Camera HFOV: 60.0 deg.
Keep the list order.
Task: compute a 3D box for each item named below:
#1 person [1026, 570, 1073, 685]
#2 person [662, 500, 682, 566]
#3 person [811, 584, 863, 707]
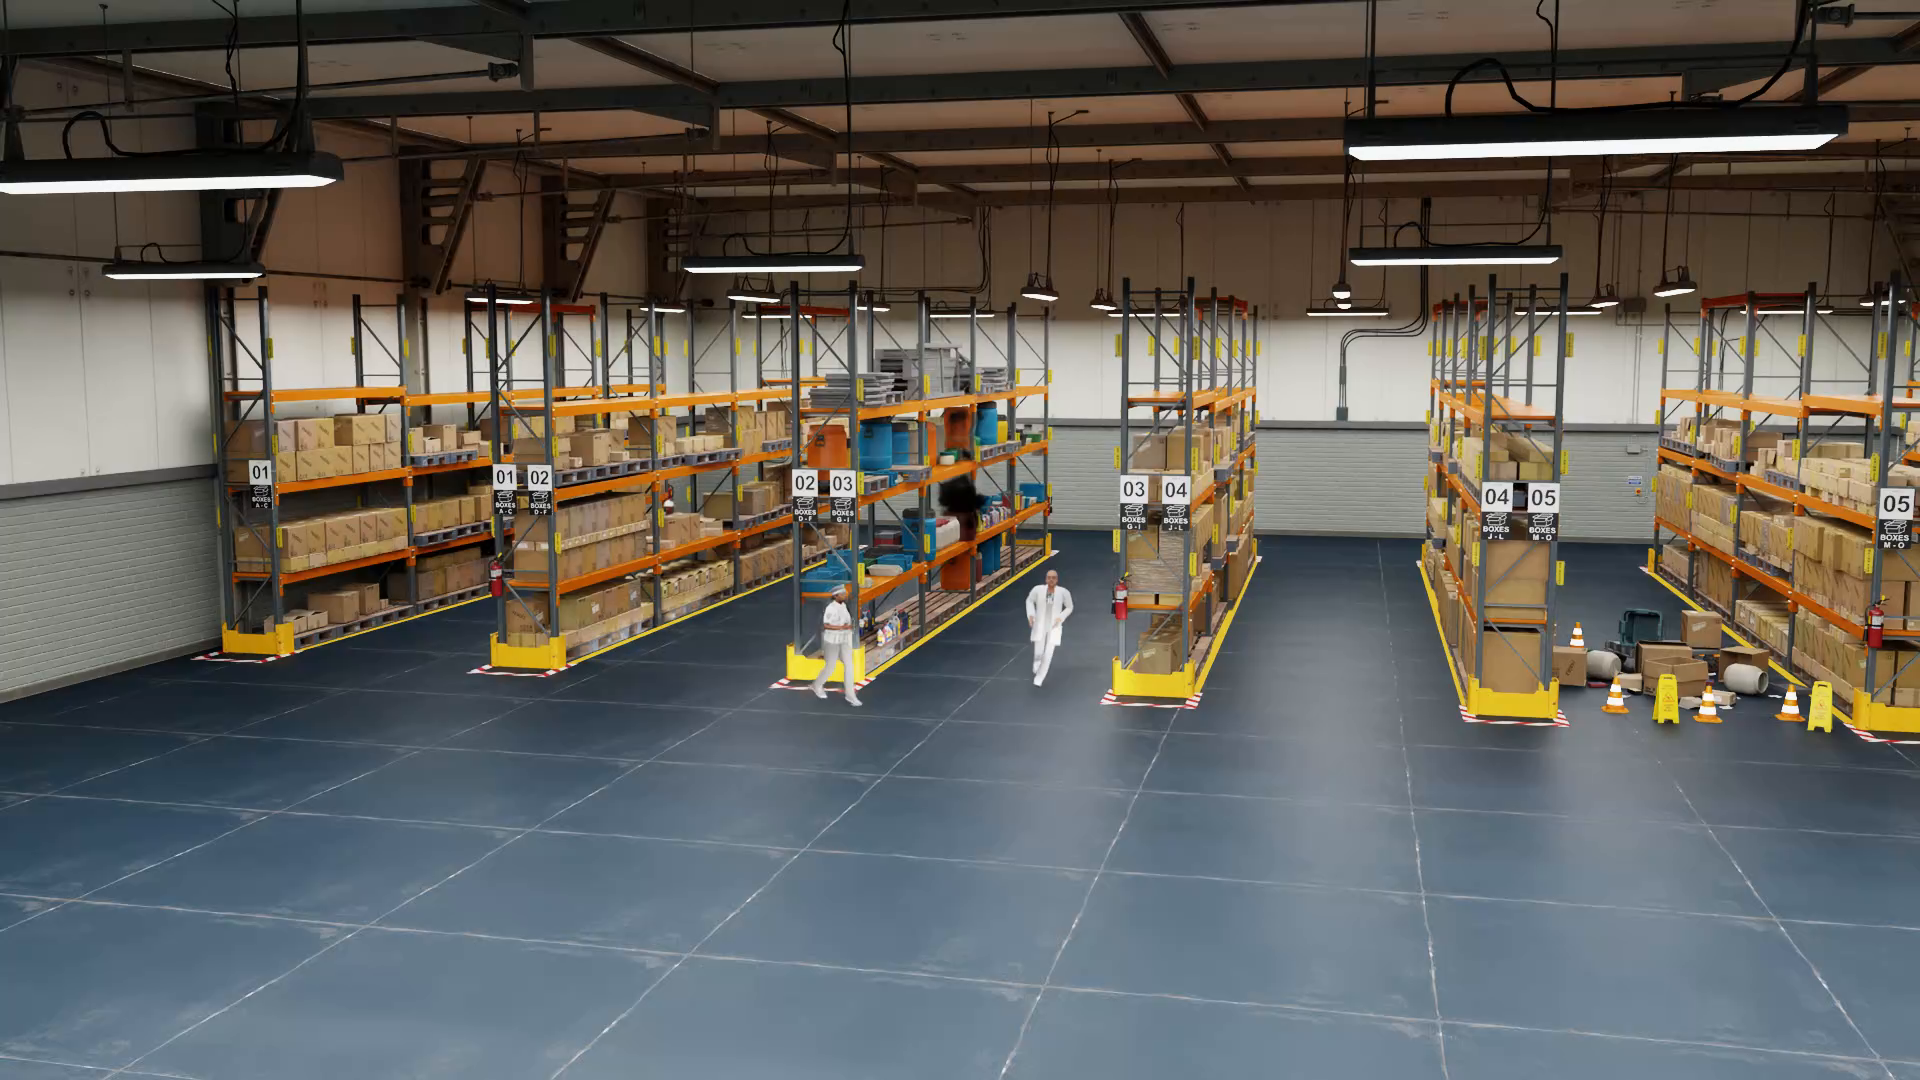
[{"bbox_3d":[1.343,1.301,24.946,0.707,1.730,0.642,0,7,3],"label":"person"},{"bbox_3d":[-6.209,0.009,35.894,0.658,1.784,0.950,1,7,9],"label":"person"},{"bbox_3d":[-1.774,1.473,23.471,0.860,1.732,0.559,4,8,33],"label":"person"}]
